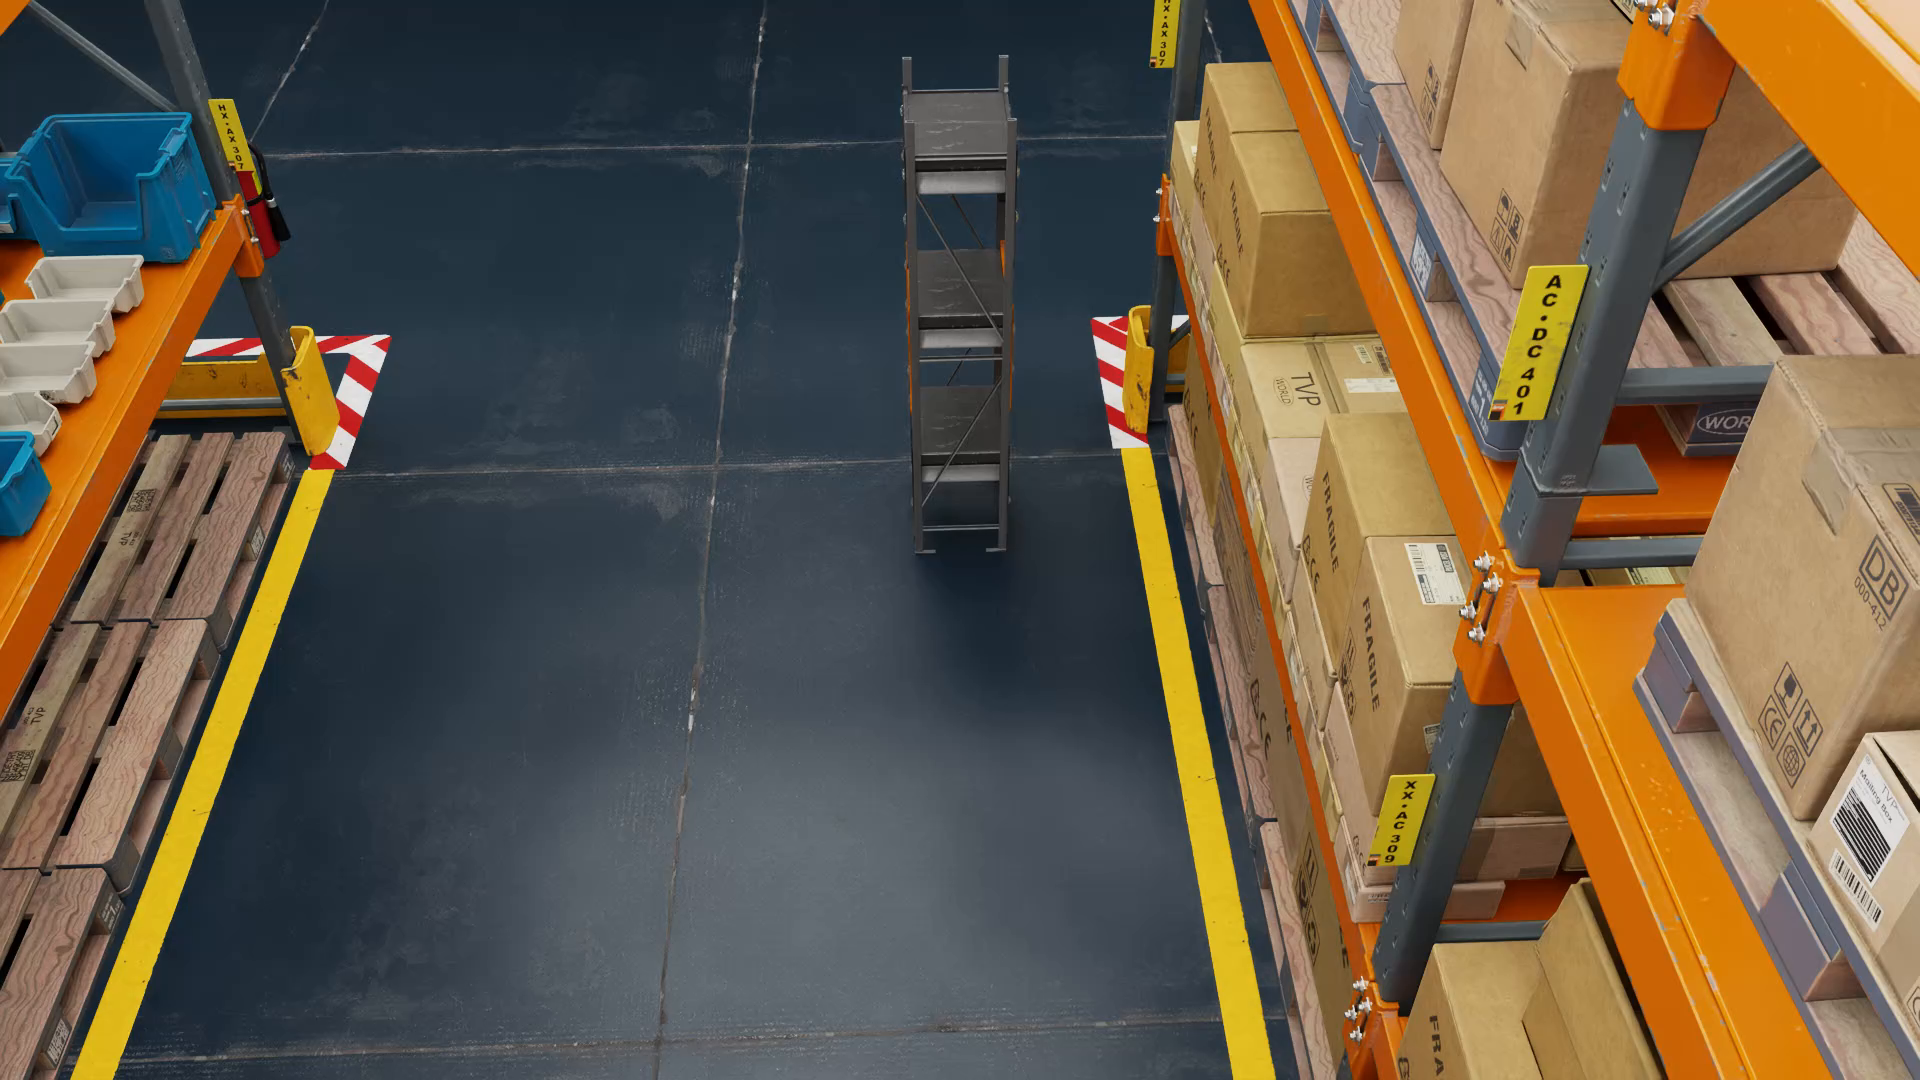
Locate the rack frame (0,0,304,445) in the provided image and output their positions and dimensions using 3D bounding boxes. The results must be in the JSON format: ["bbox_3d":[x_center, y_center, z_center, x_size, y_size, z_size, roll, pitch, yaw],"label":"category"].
[{"bbox_3d":[-3.563,-1.587,6.911,1.000,3.000,0.127,-2,43,-2],"label":"rack frame"}]

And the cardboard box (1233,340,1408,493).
[{"bbox_3d":[1.210,-0.409,5.517,0.500,0.250,0.500,-2,43,-3],"label":"cardboard box"}]

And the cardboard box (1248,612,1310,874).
[{"bbox_3d":[1.569,0.544,5.847,0.875,0.875,0.875,-2,43,-2],"label":"cardboard box"}]

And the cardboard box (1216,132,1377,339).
[{"bbox_3d":[1.185,-1.041,5.651,0.500,0.500,0.500,-3,43,-3],"label":"cardboard box"}]

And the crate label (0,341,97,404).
[{"bbox_3d":[-3.314,-0.583,5.967,0.396,0.136,0.243,-2,43,-2],"label":"crate label"}]

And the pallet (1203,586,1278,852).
[{"bbox_3d":[1.546,0.658,6.525,1.003,0.211,1.213,-2,43,-2],"label":"pallet"}]

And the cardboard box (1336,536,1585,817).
[{"bbox_3d":[1.268,0.338,4.147,0.500,0.500,0.500,-1,43,-1],"label":"cardboard box"}]

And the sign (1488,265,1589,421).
[{"bbox_3d":[1.001,-0.337,2.886,0.100,0.325,0.005,-2,43,-2],"label":"sign"}]

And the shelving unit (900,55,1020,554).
[{"bbox_3d":[-0.007,-0.886,6.812,0.431,2.100,0.503,-2,43,-2],"label":"shelving unit"}]

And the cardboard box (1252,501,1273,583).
[{"bbox_3d":[1.160,0.000,5.366,0.380,0.149,0.250,-2,43,-2],"label":"cardboard box"}]

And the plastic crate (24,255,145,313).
[{"bbox_3d":[-3.348,-0.966,6.385,0.396,0.136,0.243,-2,43,-2],"label":"plastic crate"}]

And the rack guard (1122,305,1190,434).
[{"bbox_3d":[1.384,-0.824,7.928,1.175,0.500,0.348,-2,43,-2],"label":"rack guard"}]

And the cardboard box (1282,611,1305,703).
[{"bbox_3d":[1.182,0.347,4.987,0.380,0.149,0.250,-1,43,-1],"label":"cardboard box"}]

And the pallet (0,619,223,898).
[{"bbox_3d":[-3.518,0.821,6.348,1.003,0.211,1.213,-2,43,-2],"label":"pallet"}]

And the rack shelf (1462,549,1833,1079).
[{"bbox_3d":[1.640,1.481,1.876,1.077,0.370,4.000,-2,43,-2],"label":"rack shelf"}]

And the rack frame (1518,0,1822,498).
[{"bbox_3d":[1.555,-1.240,2.093,1.000,3.000,0.127,-2,43,-2],"label":"rack frame"}]

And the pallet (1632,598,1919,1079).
[{"bbox_3d":[1.643,0.554,2.497,0.805,0.209,1.217,-3,43,-4],"label":"pallet"}]

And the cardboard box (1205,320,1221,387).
[{"bbox_3d":[1.116,-0.694,6.122,0.380,0.149,0.250,-2,43,-3],"label":"cardboard box"}]

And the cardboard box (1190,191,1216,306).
[{"bbox_3d":[1.165,-1.101,6.272,0.500,0.250,0.500,-2,43,-2],"label":"cardboard box"}]

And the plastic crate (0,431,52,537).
[{"bbox_3d":[-3.220,-0.168,5.443,0.416,0.233,0.300,-2,43,-2],"label":"plastic crate"}]

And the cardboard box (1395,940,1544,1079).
[{"bbox_3d":[1.325,1.252,3.740,0.500,0.500,0.500,-2,43,-2],"label":"cardboard box"}]

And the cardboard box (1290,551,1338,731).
[{"bbox_3d":[1.250,0.277,4.768,0.500,0.250,0.500,0,43,-1],"label":"cardboard box"}]

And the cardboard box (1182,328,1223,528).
[{"bbox_3d":[1.492,-0.671,7.173,0.875,0.875,0.875,-2,43,-2],"label":"cardboard box"}]

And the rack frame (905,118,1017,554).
[{"bbox_3d":[0.003,-0.721,6.632,0.400,2.100,0.015,-2,43,-2],"label":"rack frame"}]

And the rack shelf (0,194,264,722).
[{"bbox_3d":[-3.478,0.029,5.681,1.077,0.370,4.000,-2,43,-2],"label":"rack shelf"}]

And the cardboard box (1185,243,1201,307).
[{"bbox_3d":[1.094,-1.041,6.502,0.380,0.149,0.250,-3,43,-3],"label":"cardboard box"}]

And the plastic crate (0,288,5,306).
[{"bbox_3d":[-3.854,-0.927,6.270,0.416,0.233,0.300,-2,43,-2],"label":"plastic crate"}]

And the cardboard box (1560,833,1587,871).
[{"bbox_3d":[1.797,0.592,4.424,0.500,0.250,0.500,-2,43,-3],"label":"cardboard box"}]

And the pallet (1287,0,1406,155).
[{"bbox_3d":[1.482,-1.476,4.636,1.003,0.211,1.213,-2,43,-2],"label":"pallet"}]

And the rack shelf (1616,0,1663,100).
[{"bbox_3d":[1.470,-2.178,3.944,1.077,0.370,4.000,-2,43,-2],"label":"rack shelf"}]

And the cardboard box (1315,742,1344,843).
[{"bbox_3d":[1.204,0.694,4.609,0.380,0.149,0.250,-1,43,-1],"label":"cardboard box"}]

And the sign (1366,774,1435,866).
[{"bbox_3d":[1.001,0.640,3.782,0.100,0.325,0.005,-2,43,-2],"label":"sign"}]

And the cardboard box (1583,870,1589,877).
[{"bbox_3d":[1.875,0.855,4.433,0.380,0.149,0.250,-2,43,-2],"label":"cardboard box"}]

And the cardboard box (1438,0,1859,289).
[{"bbox_3d":[1.462,-0.889,3.471,0.700,0.500,0.500,-4,43,-4],"label":"cardboard box"}]

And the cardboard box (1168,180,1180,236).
[{"bbox_3d":[1.071,-1.387,6.879,0.380,0.149,0.250,-1,43,-1],"label":"cardboard box"}]

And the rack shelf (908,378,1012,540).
[{"bbox_3d":[-0.007,-0.360,7.294,0.431,0.518,0.480,-2,43,-2],"label":"rack shelf"}]

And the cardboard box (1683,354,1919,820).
[{"bbox_3d":[1.590,0.065,2.504,0.700,0.500,0.500,-1,43,-1],"label":"cardboard box"}]

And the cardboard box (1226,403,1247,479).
[{"bbox_3d":[1.137,-0.349,5.746,0.380,0.149,0.250,-3,43,-3],"label":"cardboard box"}]

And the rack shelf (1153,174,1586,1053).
[{"bbox_3d":[1.470,-0.114,5.836,1.077,0.370,4.000,-2,43,-2],"label":"rack shelf"}]

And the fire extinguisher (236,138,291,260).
[{"bbox_3d":[-3.116,-1.536,7.188,0.296,0.674,0.183,-2,43,-2],"label":"fire extinguisher"}]
